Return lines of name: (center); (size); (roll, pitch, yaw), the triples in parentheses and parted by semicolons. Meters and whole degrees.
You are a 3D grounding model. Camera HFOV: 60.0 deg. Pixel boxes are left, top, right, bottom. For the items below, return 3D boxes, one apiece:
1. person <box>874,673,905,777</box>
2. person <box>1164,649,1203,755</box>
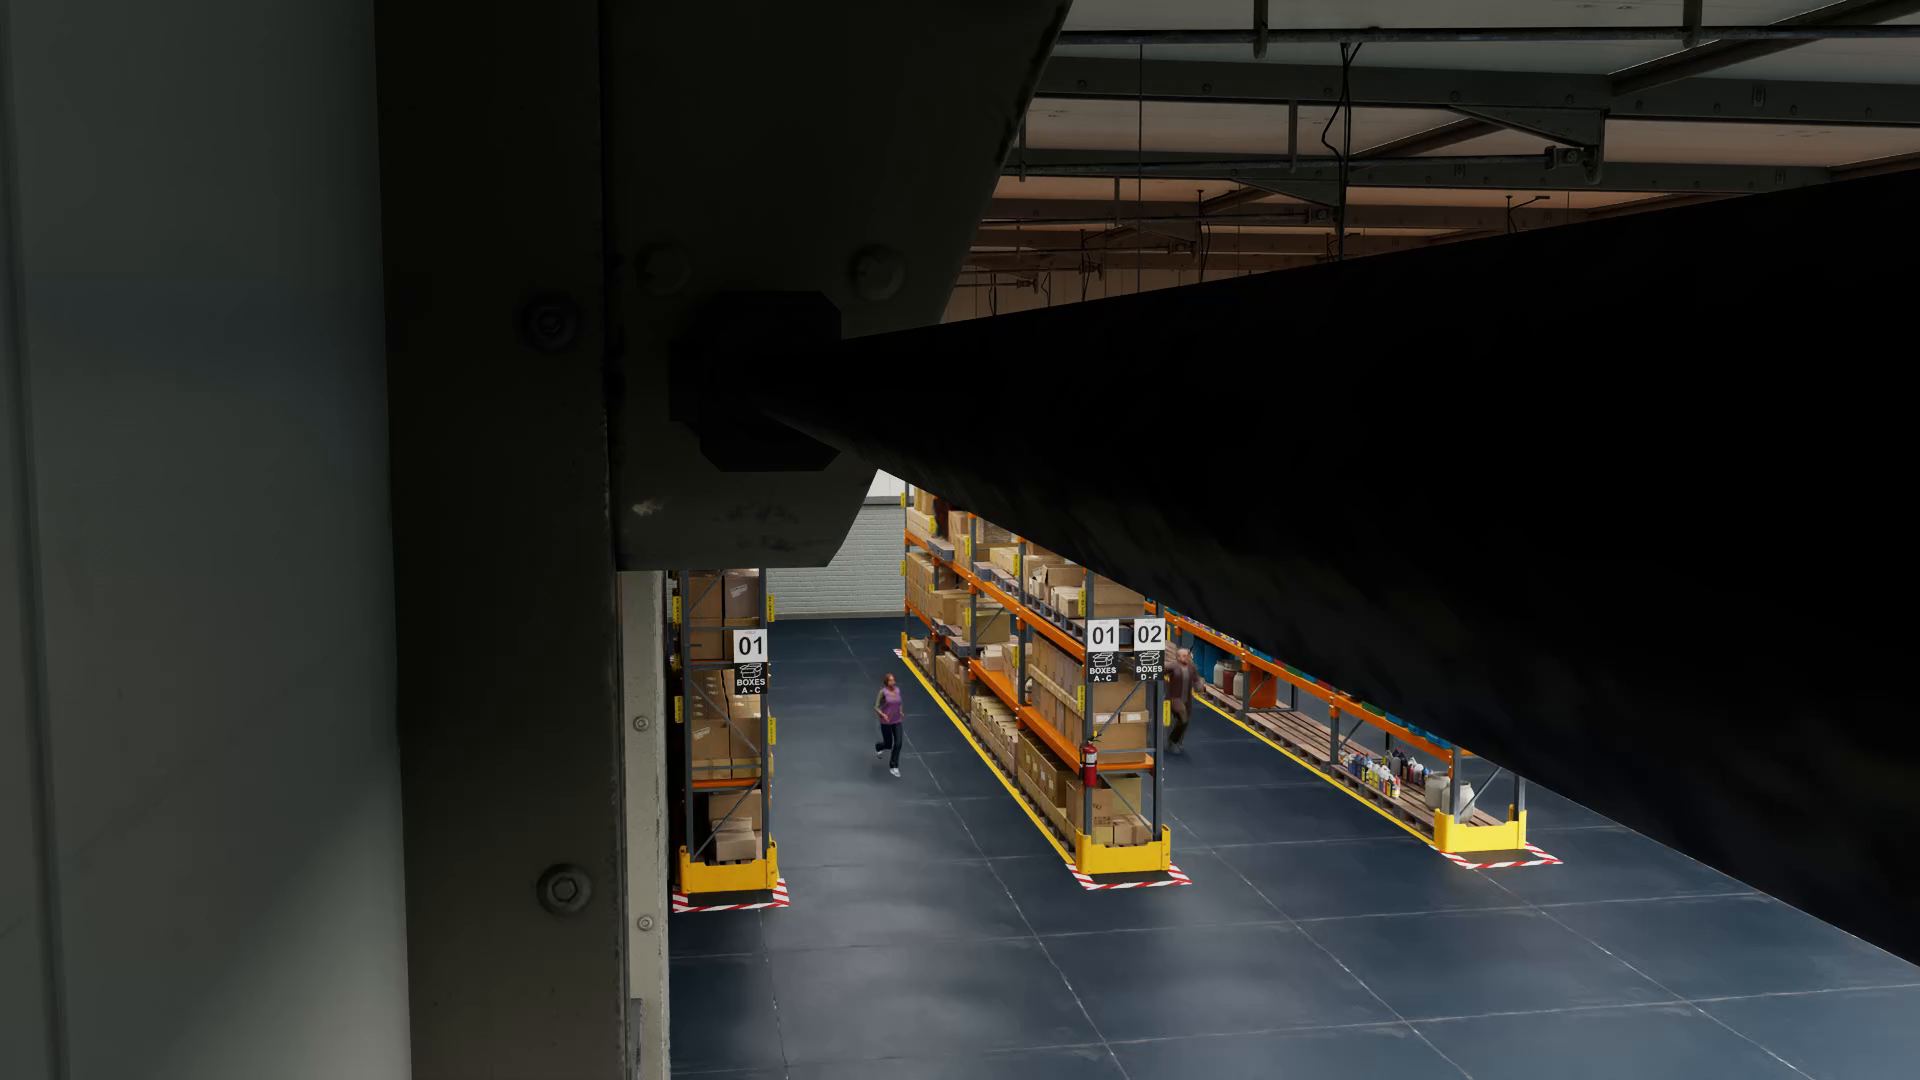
person: (-1.101, 2.864, 26.041); (0.537, 1.584, 0.731); (-3, 7, -27)
person: (3.613, 2.643, 27.160); (0.720, 1.752, 0.857); (-3, 7, -27)
